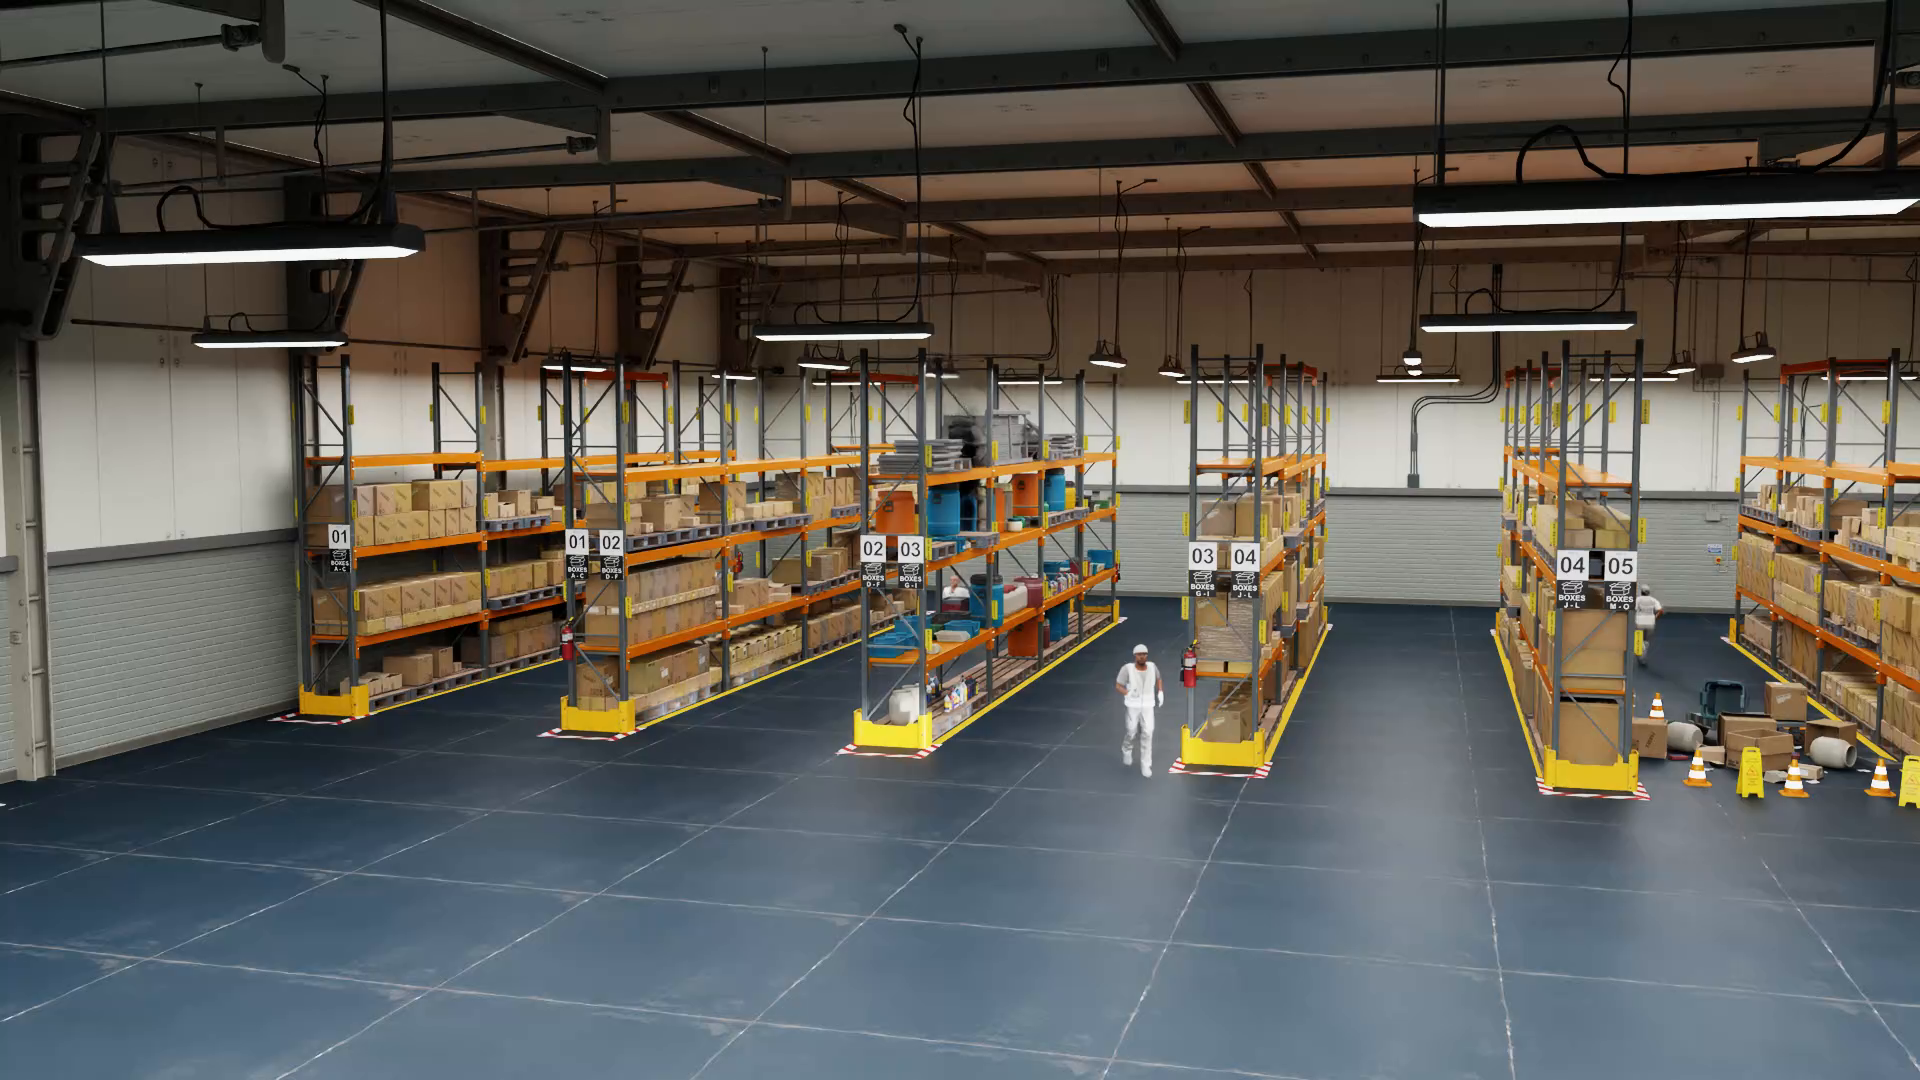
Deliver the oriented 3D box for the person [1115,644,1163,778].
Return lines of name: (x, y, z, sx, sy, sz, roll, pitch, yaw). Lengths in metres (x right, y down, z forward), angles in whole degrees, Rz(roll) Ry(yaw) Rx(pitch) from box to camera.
person: (2.522, 2.356, 23.356, 0.707, 1.806, 0.879, -1, 4, -7)

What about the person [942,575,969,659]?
person: (-0.158, 1.582, 33.906, 0.704, 1.734, 0.653, 1, 4, 12)

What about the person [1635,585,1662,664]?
person: (13.689, 1.713, 33.229, 0.608, 1.644, 0.694, 1, 4, 8)

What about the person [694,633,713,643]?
person: (-5.210, 1.587, 33.844, 0.636, 1.815, 0.706, 1, 4, 14)
